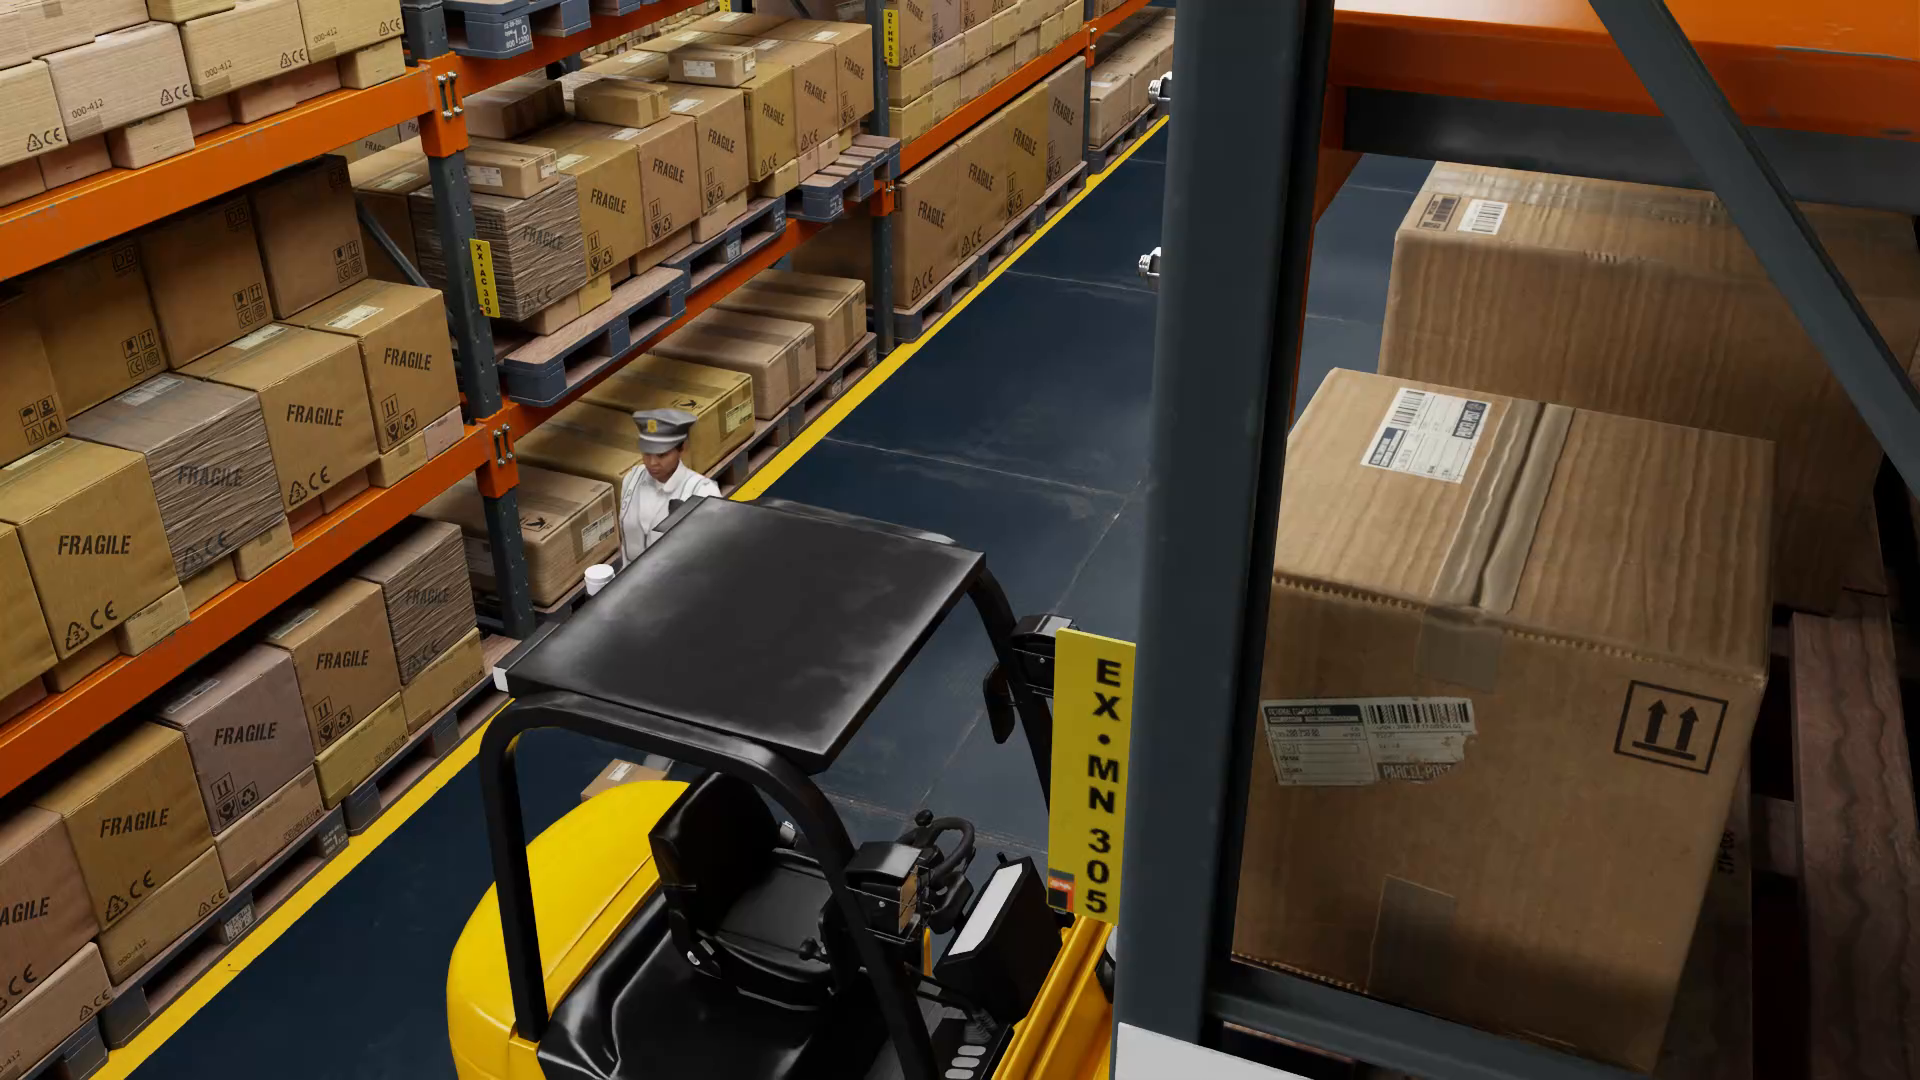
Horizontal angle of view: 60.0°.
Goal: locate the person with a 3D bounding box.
[{"bbox_3d":[-1.145,0.259,6.705,0.466,1.723,0.343,12,32,20],"label":"person"}]
